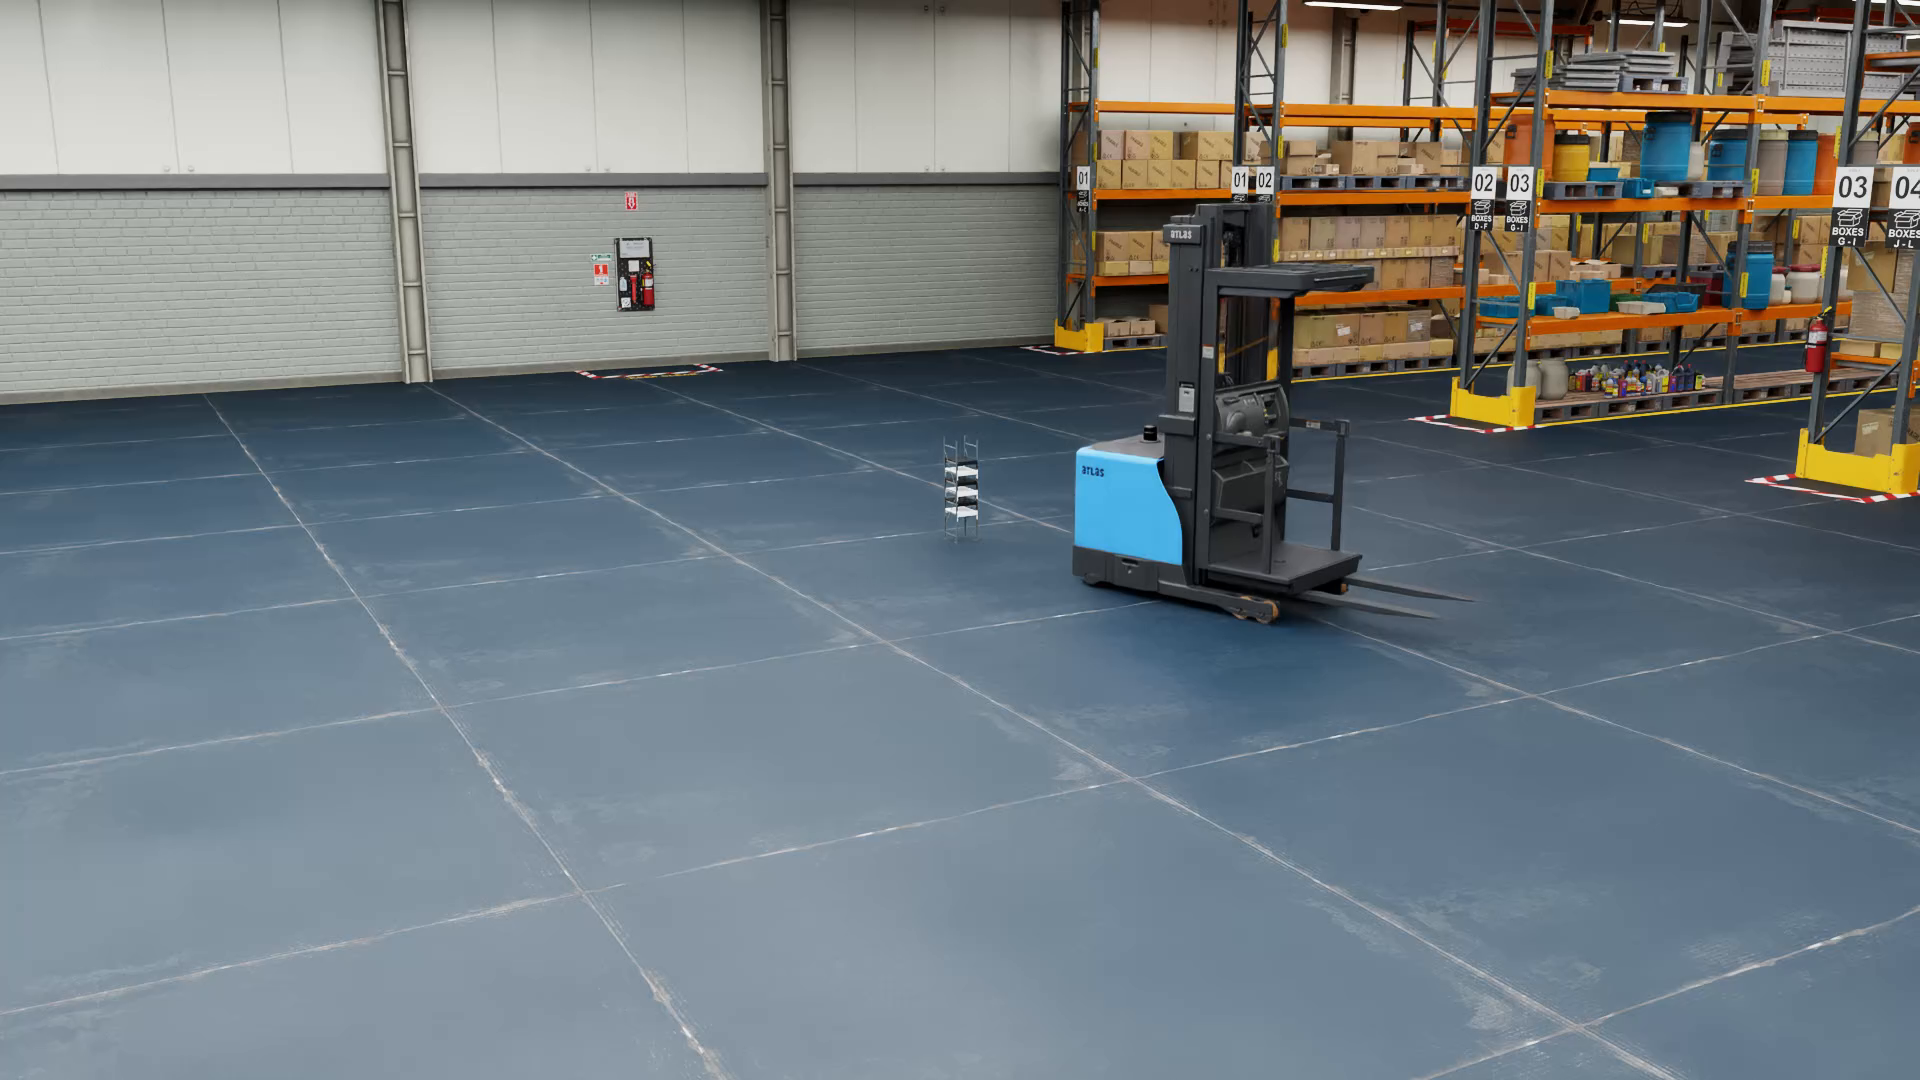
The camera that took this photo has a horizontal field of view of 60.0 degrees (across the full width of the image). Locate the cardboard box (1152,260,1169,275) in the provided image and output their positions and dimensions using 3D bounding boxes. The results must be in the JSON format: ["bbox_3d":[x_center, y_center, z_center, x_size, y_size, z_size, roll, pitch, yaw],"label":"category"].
[{"bbox_3d":[3.546,-4.939,30.018,0.500,0.250,0.500,-7,15,-29],"label":"cardboard box"}]

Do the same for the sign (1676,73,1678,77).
[{"bbox_3d":[15.850,-10.153,36.739,0.005,0.325,0.100,-7,14,-28],"label":"sign"}]

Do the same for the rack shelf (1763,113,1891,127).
[{"bbox_3d":[16.732,-7.995,31.285,4.000,0.370,1.077,-7,14,-28],"label":"rack shelf"}]

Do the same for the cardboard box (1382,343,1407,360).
[{"bbox_3d":[6.777,-3.035,26.570,0.500,0.250,0.500,-7,14,-28],"label":"cardboard box"}]

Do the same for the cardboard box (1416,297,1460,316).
[{"bbox_3d":[9.797,-4.952,33.721,0.750,0.750,0.750,-7,14,-29],"label":"cardboard box"}]

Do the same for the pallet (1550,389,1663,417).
[{"bbox_3d":[8.643,-1.861,22.400,1.213,0.211,1.003,-7,14,-28],"label":"pallet"}]

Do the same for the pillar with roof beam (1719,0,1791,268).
[{"bbox_3d":[20.128,-9.133,34.697,0.548,9.000,9.100,-7,14,-28],"label":"pillar with roof beam"}]

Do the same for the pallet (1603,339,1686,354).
[{"bbox_3d":[12.139,-3.500,29.682,1.213,0.211,1.003,-7,14,-28],"label":"pallet"}]

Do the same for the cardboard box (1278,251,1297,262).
[{"bbox_3d":[4.891,-4.313,25.236,0.250,0.149,0.380,-7,14,-28],"label":"cardboard box"}]

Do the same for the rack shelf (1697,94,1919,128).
[{"bbox_3d":[12.080,-6.005,23.345,4.000,0.370,1.077,-7,14,-28],"label":"rack shelf"}]

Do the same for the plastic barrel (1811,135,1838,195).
[{"bbox_3d":[12.436,-5.394,23.936,0.708,0.830,0.600,-7,14,-28],"label":"plastic barrel"}]

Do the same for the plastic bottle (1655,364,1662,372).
[{"bbox_3d":[9.835,-2.348,23.424,0.097,0.271,0.097,0,13,0],"label":"plastic bottle"}]

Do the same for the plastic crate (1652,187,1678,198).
[{"bbox_3d":[9.109,-4.502,21.549,0.396,0.136,0.243,-7,14,-28],"label":"plastic crate"}]

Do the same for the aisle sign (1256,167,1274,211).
[{"bbox_3d":[4.532,-5.150,24.741,0.004,0.787,0.394,-7,14,-28],"label":"aisle sign"}]

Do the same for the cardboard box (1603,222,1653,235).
[{"bbox_3d":[14.361,-6.519,36.061,0.700,0.700,0.980,-8,15,-31],"label":"cardboard box"}]

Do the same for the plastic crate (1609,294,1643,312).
[{"bbox_3d":[8.998,-3.222,22.577,0.662,0.188,0.450,-7,14,-28],"label":"plastic crate"}]

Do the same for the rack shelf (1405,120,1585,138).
[{"bbox_3d":[10.844,-8.335,33.699,4.000,0.370,1.077,-7,14,-28],"label":"rack shelf"}]

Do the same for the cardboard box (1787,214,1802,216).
[{"bbox_3d":[15.744,-5.904,31.508,0.500,0.500,0.500,-7,15,-29],"label":"cardboard box"}]

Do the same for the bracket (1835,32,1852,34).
[{"bbox_3d":[20.680,-11.944,38.986,0.430,0.232,0.235,-7,14,-28],"label":"bracket"}]

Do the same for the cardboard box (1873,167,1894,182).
[{"bbox_3d":[9.281,-3.713,16.875,0.250,0.149,0.380,-7,14,-28],"label":"cardboard box"}]

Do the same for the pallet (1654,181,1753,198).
[{"bbox_3d":[9.738,-4.690,22.217,1.003,0.211,1.213,-7,14,-28],"label":"pallet"}]

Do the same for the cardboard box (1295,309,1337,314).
[{"bbox_3d":[5.642,-3.399,26.479,0.500,0.500,0.500,-7,14,-28],"label":"cardboard box"}]

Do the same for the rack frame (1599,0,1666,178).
[{"bbox_3d":[11.465,-7.716,28.401,0.127,3.000,1.000,-7,14,-28],"label":"rack frame"}]

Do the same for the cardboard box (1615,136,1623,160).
[{"bbox_3d":[13.808,-8.251,35.056,0.500,0.500,0.500,-7,15,-29],"label":"cardboard box"}]

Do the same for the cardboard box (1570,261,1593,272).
[{"bbox_3d":[10.587,-4.689,28.817,0.500,0.311,0.500,-7,14,-29],"label":"cardboard box"}]

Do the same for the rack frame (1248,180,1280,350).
[{"bbox_3d":[4.443,-3.948,25.320,0.127,3.000,1.000,-7,14,-28],"label":"rack frame"}]

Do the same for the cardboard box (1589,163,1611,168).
[{"bbox_3d":[10.642,-6.267,28.180,0.500,0.250,0.500,-6,14,-26],"label":"cardboard box"}]

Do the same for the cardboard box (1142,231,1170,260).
[{"bbox_3d":[3.525,-5.300,29.916,0.500,0.500,0.500,-7,15,-30],"label":"cardboard box"}]

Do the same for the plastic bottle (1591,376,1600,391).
[{"bbox_3d":[8.648,-2.134,22.630,0.097,0.201,0.097,0,13,0],"label":"plastic bottle"}]

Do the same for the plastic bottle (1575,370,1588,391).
[{"bbox_3d":[8.450,-2.178,22.655,0.135,0.276,0.152,-7,14,-27],"label":"plastic bottle"}]

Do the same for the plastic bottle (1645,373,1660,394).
[{"bbox_3d":[9.301,-2.106,22.336,0.135,0.276,0.152,-7,14,-27],"label":"plastic bottle"}]

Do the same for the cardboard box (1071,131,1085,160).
[{"bbox_3d":[2.320,-7.008,29.533,0.500,0.500,0.500,-6,14,-25],"label":"cardboard box"}]

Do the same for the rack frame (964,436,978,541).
[{"bbox_3d":[0.096,-0.451,14.562,0.006,0.900,0.240,-7,14,-28],"label":"rack frame"}]

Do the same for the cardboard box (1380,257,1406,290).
[{"bbox_3d":[6.666,-4.261,26.482,0.500,0.500,0.700,-7,14,-27],"label":"cardboard box"}]

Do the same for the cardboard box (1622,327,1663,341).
[{"bbox_3d":[12.002,-3.777,29.253,0.500,0.500,0.500,-6,14,-25],"label":"cardboard box"}]

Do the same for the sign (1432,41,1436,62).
[{"bbox_3d":[7.684,-7.893,26.879,0.005,0.325,0.100,-7,14,-28],"label":"sign"}]

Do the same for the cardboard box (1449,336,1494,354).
[{"bbox_3d":[8.427,-3.227,27.422,0.500,0.250,0.500,-7,15,-29],"label":"cardboard box"}]

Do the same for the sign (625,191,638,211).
[{"bbox_3d":[-5.242,-5.408,26.528,0.199,0.298,0.001,-7,14,-28],"label":"sign"}]

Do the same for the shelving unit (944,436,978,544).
[{"bbox_3d":[0.007,-0.440,14.514,0.210,0.900,0.258,-7,14,-28],"label":"shelving unit"}]

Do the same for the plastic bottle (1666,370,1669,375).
[{"bbox_3d":[9.636,-2.182,22.674,0.135,0.276,0.152,-7,14,-28],"label":"plastic bottle"}]

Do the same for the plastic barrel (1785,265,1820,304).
[{"bbox_3d":[11.913,-3.616,23.534,0.433,0.535,0.433,0,13,0],"label":"plastic barrel"}]

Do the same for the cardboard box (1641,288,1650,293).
[{"bbox_3d":[14.663,-5.372,36.385,0.500,0.500,0.700,-7,15,-30],"label":"cardboard box"}]

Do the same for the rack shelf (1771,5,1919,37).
[{"bbox_3d":[16.732,-9.618,30.919,4.000,0.370,1.077,-7,14,-28],"label":"rack shelf"}]

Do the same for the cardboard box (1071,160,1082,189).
[{"bbox_3d":[2.311,-6.517,29.629,0.500,0.500,0.500,-6,14,-24],"label":"cardboard box"}]

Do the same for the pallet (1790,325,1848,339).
[{"bbox_3d":[16.652,-4.051,32.130,1.213,0.211,1.003,-7,14,-28],"label":"pallet"}]

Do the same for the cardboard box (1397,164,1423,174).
[{"bbox_3d":[7.026,-5.803,26.028,0.250,0.149,0.380,-7,14,-28],"label":"cardboard box"}]

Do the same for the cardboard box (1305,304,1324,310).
[{"bbox_3d":[6.645,-4.463,32.299,0.500,0.500,0.700,-7,15,-29],"label":"cardboard box"}]

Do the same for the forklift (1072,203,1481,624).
[{"bbox_3d":[2.322,-0.958,12.191,3.031,2.935,1.130,11,17,40],"label":"forklift"}]

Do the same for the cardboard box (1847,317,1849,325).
[{"bbox_3d":[17.280,-4.305,32.169,0.500,0.250,0.500,-7,14,-28],"label":"cardboard box"}]

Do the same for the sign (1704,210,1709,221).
[{"bbox_3d":[16.358,-7.160,36.415,0.005,0.325,0.100,-7,14,-28],"label":"sign"}]

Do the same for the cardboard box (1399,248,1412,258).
[{"bbox_3d":[6.924,-4.557,26.323,0.250,0.149,0.380,-7,14,-28],"label":"cardboard box"}]

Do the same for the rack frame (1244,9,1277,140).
[{"bbox_3d":[5.577,-8.250,30.771,0.127,3.000,1.000,-7,14,-28],"label":"rack frame"}]
